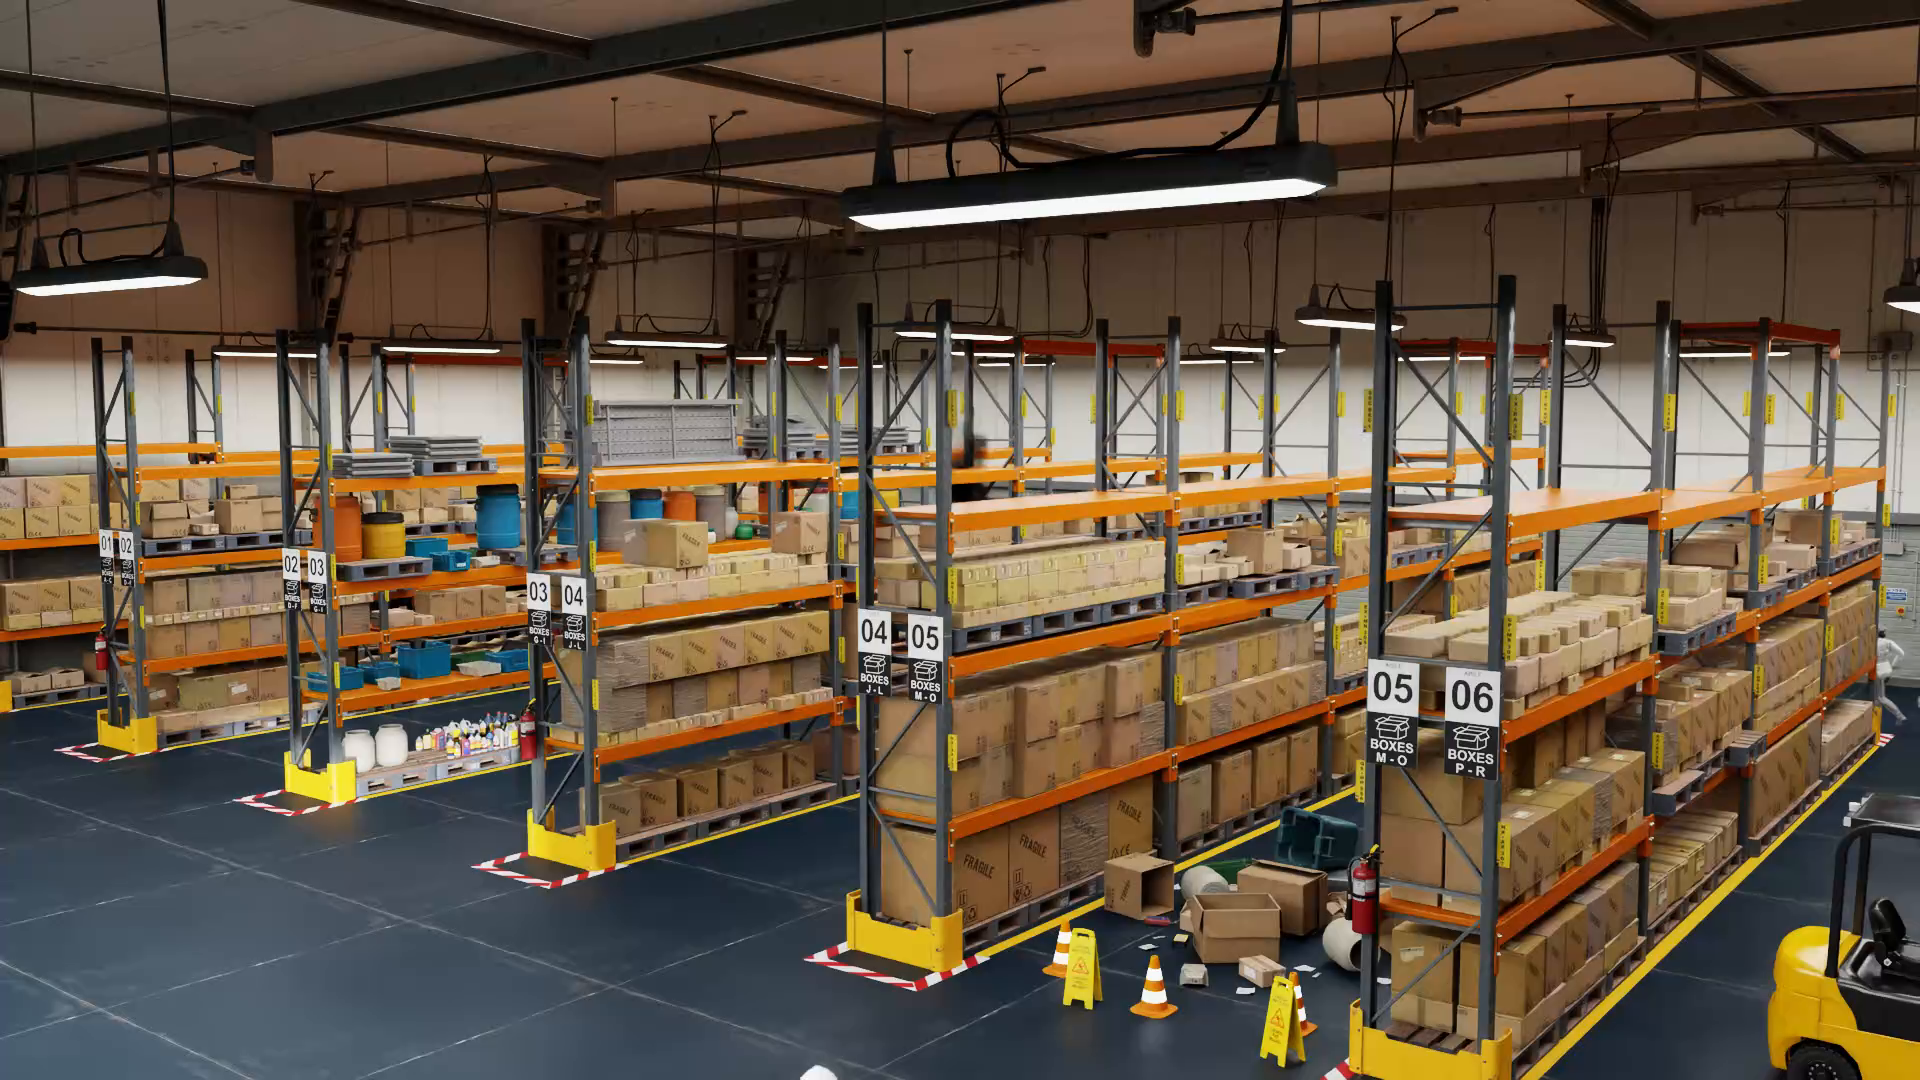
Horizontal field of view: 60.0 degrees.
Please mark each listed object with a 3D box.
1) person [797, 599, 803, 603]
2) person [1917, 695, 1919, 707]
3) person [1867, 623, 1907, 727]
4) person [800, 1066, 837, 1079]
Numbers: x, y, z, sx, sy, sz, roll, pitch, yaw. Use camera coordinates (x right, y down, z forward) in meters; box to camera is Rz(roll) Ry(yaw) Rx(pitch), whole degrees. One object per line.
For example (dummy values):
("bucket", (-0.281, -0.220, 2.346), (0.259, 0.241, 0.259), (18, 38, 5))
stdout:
("person", (-2.964, 1.406, 32.857), (0.687, 1.799, 0.901), (2, 5, 24))
("person", (13.180, 2.438, 22.402), (0.529, 1.554, 0.549), (3, 6, 29))
("person", (14.199, 2.100, 25.712), (0.643, 1.672, 0.855), (-2, 5, -18))
("person", (-0.704, 3.555, 8.530), (0.640, 1.795, 0.777), (0, 5, 0))
